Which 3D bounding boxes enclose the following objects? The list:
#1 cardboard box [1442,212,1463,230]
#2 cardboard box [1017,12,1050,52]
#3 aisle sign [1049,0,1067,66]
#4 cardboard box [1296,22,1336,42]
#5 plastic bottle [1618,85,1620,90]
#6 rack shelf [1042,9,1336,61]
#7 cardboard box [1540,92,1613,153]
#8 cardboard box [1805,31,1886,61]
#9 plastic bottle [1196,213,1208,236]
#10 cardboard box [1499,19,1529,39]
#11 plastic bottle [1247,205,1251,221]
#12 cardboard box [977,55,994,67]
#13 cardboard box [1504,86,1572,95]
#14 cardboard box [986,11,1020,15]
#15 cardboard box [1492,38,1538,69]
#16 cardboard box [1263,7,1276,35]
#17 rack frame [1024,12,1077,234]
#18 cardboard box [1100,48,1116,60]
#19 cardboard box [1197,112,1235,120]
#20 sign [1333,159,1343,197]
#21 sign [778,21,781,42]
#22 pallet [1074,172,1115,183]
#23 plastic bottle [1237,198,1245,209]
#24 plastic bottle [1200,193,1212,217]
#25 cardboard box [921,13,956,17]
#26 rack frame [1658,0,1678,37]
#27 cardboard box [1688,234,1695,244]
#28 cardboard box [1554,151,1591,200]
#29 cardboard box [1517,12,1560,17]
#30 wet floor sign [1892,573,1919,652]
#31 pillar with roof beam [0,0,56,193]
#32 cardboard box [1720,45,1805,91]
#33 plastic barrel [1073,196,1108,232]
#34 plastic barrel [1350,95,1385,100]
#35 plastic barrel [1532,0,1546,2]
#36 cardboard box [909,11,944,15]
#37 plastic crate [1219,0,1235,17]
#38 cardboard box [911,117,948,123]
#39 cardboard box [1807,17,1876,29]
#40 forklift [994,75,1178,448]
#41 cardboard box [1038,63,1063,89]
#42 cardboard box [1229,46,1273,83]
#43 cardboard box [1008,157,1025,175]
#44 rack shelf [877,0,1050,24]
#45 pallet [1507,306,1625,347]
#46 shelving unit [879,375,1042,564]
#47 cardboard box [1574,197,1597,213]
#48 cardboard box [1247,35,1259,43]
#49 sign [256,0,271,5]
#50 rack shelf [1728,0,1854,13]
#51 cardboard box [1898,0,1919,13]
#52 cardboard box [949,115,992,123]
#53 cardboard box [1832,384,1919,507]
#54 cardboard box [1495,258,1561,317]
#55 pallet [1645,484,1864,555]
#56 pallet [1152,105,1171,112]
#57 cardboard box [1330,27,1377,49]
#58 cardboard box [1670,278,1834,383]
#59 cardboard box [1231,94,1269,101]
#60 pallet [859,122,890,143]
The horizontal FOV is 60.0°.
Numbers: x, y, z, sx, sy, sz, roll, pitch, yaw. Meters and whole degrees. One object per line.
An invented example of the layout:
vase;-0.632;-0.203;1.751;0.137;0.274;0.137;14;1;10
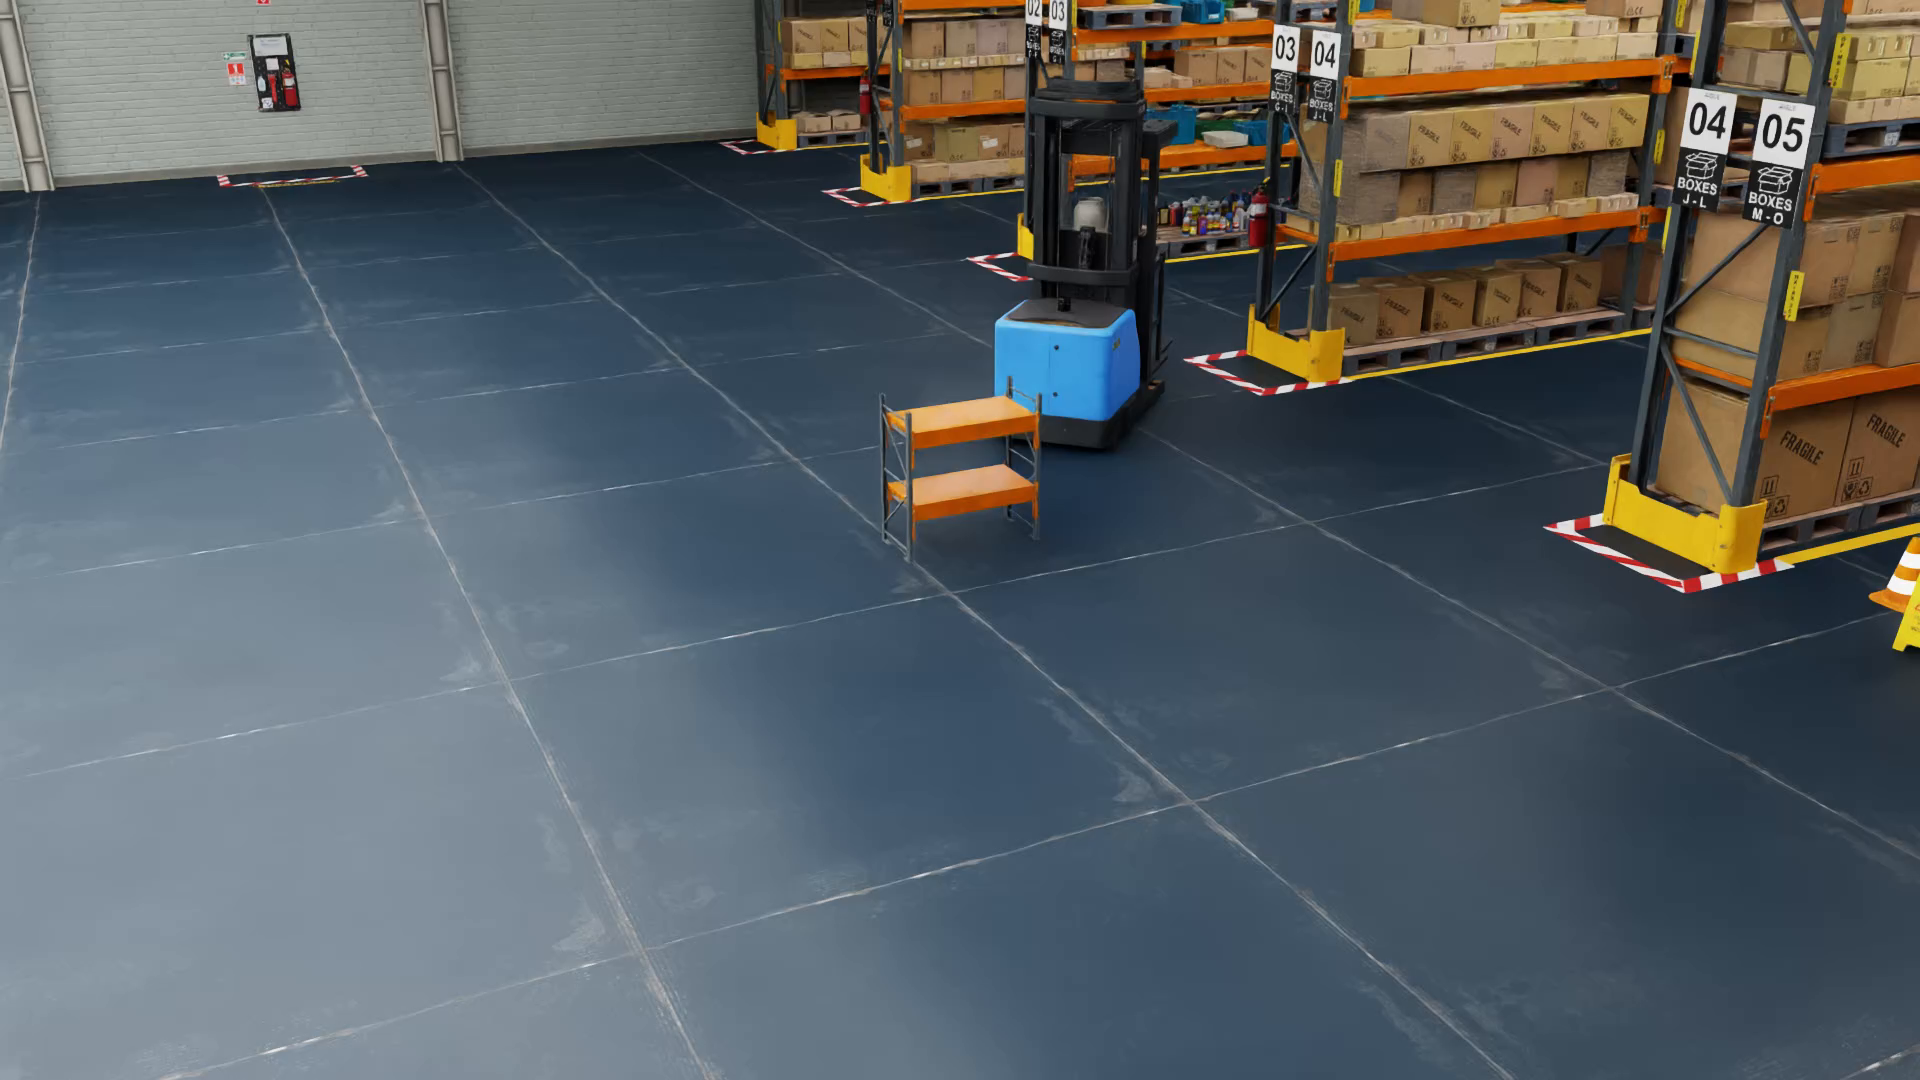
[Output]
cardboard box;4.696;-3.153;16.274;0.250;0.149;0.380;-10;25;-24
cardboard box;1.220;-7.575;24.802;0.500;0.500;0.700;-10;25;-24
aisle sign;1.126;-5.890;19.158;0.004;0.787;0.394;-10;25;-24
cardboard box;3.327;-4.749;15.554;0.250;0.149;0.380;-10;25;-24
plastic bottle;9.643;-6.522;24.147;0.185;0.351;0.144;-10;25;-24
rack shelf;2.866;-6.187;20.293;4.000;0.370;1.077;-10;25;-24
cardboard box;6.080;-4.151;16.529;0.500;0.500;0.500;-10;25;-24
cardboard box;5.711;-3.193;10.725;0.250;0.149;0.380;-10;25;-23
plastic bottle;3.045;-3.974;20.906;0.133;0.283;0.061;-10;25;-23
cardboard box;5.182;-4.871;15.848;0.250;0.149;0.380;-11;25;-26
plastic bottle;3.749;-4.153;21.249;0.185;0.351;0.144;-11;25;-24
cardboard box;0.296;-7.018;24.303;0.250;0.149;0.380;-11;25;-25
cardboard box;5.851;-4.333;16.969;0.500;0.500;0.500;-10;25;-24
cardboard box;0.845;-9.201;29.851;0.500;0.500;0.700;-10;25;-23
cardboard box;5.135;-4.659;15.857;0.500;0.250;0.500;-10;24;-22
cardboard box;5.914;-9.983;31.899;0.500;0.500;0.500;-10;24;-22
rack frame;1.064;-4.802;19.928;0.127;3.000;1.000;-10;25;-24
cardboard box;2.148;-7.359;25.128;0.250;0.149;0.380;-11;25;-25
cardboard box;4.135;-6.774;27.005;0.500;0.311;0.500;-11;25;-24
sign;3.448;-3.308;15.187;0.005;0.325;0.100;-10;25;-24
sign;-2.997;-8.429;27.559;0.005;0.325;0.100;-10;25;-24
pallet;1.789;-5.767;25.906;1.213;0.211;1.003;-10;25;-24
plastic bottle;3.683;-4.351;21.832;0.097;0.271;0.097;0;22;0
plastic bottle;3.208;-4.352;21.729;0.185;0.351;0.144;-11;25;-24
cardboard box;-0.367;-8.896;29.008;0.500;0.500;0.500;-11;25;-24
rack frame;6.816;-6.530;16.260;0.127;3.000;1.000;-10;25;-24
cardboard box;8.321;-3.066;18.429;0.500;0.500;0.700;-13;26;-28
cardboard box;5.918;-3.818;17.031;0.500;0.500;0.875;-10;25;-24
cardboard box;5.723;-5.150;16.523;0.250;0.149;0.380;-10;24;-22
wet floor sign;6.105;0.406;10.424;0.232;0.644;0.267;-15;27;-33
pillar with roof beam;-11.923;-7.928;19.636;0.400;9.000;9.100;-10;25;-24
cardboard box;5.592;-3.240;11.362;0.500;0.250;0.500;-10;25;-23
plastic barrel;1.624;-3.982;20.651;0.421;0.512;0.421;0;22;0
plastic barrel;5.148;-5.656;21.337;0.708;0.901;0.600;-10;25;-24
plastic barrel;7.860;-7.620;22.669;0.421;0.512;0.421;0;22;0
cardboard box;-0.610;-9.075;29.442;0.500;0.500;0.500;-11;25;-24
plastic crate;3.129;-6.585;20.592;0.450;0.188;0.336;-10;25;-24
cardboard box;-0.546;-7.742;29.723;0.500;0.500;0.500;-12;26;-28
cardboard box;6.118;-3.547;11.581;0.250;0.149;0.380;-10;24;-23
forklift;1.267;-2.655;14.833;1.130;2.935;3.031;8;24;19
cardboard box;1.200;-6.972;25.039;0.500;0.500;0.700;-10;25;-23
cardboard box;4.623;-7.598;26.554;0.500;0.500;0.500;-12;25;-26
cardboard box;0.851;-5.693;25.128;0.500;0.250;0.500;-10;25;-24
rack shelf;0.721;-7.895;24.418;4.000;0.370;1.077;-10;25;-24
pallet;6.227;-2.346;17.642;1.213;0.211;1.003;-10;25;-24
shelving unit;0.006;-0.521;12.038;1.048;1.125;0.538;-10;25;-24
cardboard box;6.270;-3.446;16.982;0.250;0.149;0.380;-10;25;-24
cardboard box;5.520;-9.634;31.904;0.250;0.149;0.380;-10;25;-23
sign;-10.677;-8.342;25.450;0.199;0.298;0.001;-10;25;-24
rack shelf;7.074;-3.955;11.502;4.000;0.370;1.077;-10;25;-24
cardboard box;10.099;-5.919;17.922;0.500;0.500;0.500;-10;24;-22
cardboard box;0.168;-6.142;25.231;0.500;0.500;0.500;-10;25;-24
cardboard box;6.647;-0.863;12.641;0.875;0.875;0.875;-11;25;-24
cardboard box;5.926;-2.647;17.442;0.500;0.500;0.500;-3;23;-7
pallet;5.959;-0.240;12.553;1.213;0.211;1.003;-10;25;-24
pallet;3.271;-8.125;31.603;1.213;0.211;1.003;-10;25;-24
cardboard box;3.561;-4.561;15.101;0.250;0.149;0.380;-11;25;-24
cardboard box;5.587;-1.515;11.792;0.550;0.550;0.875;-10;25;-24
cardboard box;5.487;-8.963;32.244;0.750;0.750;0.750;-11;25;-24
pallet;-1.319;-7.263;29.521;1.213;0.211;1.003;-10;25;-24
